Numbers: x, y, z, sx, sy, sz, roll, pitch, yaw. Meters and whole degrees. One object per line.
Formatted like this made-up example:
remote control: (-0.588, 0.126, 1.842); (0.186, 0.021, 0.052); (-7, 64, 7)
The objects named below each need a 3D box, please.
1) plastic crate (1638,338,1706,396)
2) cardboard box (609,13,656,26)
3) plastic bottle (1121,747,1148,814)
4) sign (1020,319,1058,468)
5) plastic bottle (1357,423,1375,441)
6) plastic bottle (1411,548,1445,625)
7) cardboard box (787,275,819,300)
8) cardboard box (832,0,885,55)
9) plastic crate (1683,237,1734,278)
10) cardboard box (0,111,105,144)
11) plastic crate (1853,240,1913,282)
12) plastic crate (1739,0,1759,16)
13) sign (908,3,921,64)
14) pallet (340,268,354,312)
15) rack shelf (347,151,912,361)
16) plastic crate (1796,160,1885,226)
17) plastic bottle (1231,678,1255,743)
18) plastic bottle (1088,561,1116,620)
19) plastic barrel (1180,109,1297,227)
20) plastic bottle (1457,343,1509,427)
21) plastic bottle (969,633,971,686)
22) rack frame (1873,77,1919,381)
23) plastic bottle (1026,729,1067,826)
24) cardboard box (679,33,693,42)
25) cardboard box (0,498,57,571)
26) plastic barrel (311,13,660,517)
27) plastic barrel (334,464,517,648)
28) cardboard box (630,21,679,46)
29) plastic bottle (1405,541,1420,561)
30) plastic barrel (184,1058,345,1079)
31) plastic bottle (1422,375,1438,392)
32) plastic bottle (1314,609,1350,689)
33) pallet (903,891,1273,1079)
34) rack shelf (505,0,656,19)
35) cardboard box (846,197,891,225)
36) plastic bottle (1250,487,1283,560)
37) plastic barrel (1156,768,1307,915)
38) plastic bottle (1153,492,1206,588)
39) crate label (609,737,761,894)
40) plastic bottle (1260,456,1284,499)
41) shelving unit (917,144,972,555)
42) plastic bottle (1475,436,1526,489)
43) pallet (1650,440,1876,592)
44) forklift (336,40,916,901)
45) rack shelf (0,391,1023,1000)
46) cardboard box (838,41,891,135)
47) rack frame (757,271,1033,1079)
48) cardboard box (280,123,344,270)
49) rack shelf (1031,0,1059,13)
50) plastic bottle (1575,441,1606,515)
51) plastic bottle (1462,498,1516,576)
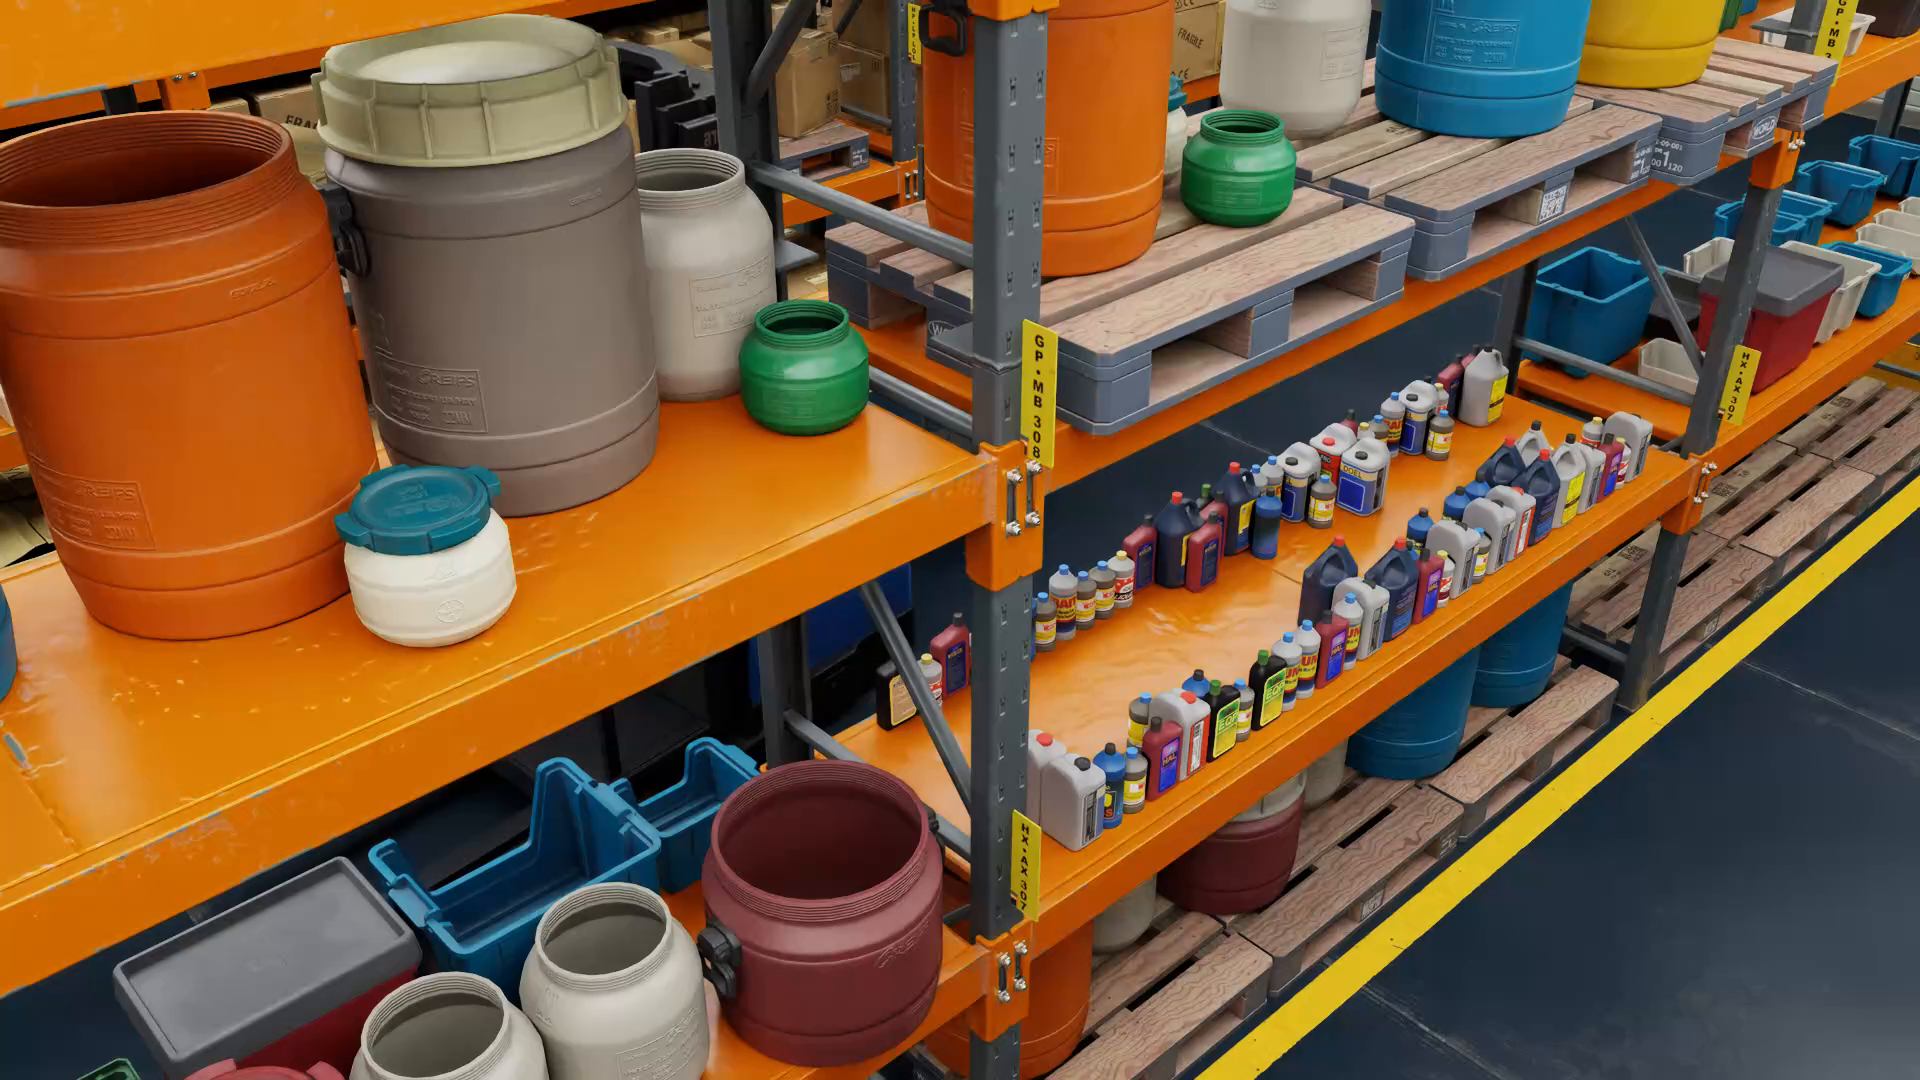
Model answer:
plastic crate: (3.163, -0.731, 7.265); (0.243, 0.136, 0.396); (-26, 40, -35)
cardboard box: (-2.871, -4.508, 14.618); (0.250, 0.149, 0.380); (-25, 40, -35)
plastic bottle: (0.504, 0.702, 4.918); (0.097, 0.201, 0.097); (0, 31, 0)
sign: (0.171, -0.315, 3.615); (0.005, 0.325, 0.100); (-26, 40, -35)
plastic bottle: (1.611, -0.374, 6.677); (0.097, 0.201, 0.097); (0, 31, 0)
plastic bottle: (1.610, 0.144, 5.751); (0.133, 0.283, 0.061); (-26, 40, -35)
cardboard box: (-1.176, -1.268, 9.922); (0.500, 0.500, 0.500); (-26, 40, -35)
cardboard box: (-0.446, -3.351, 10.300); (0.500, 0.500, 0.500); (-26, 40, -35)
plastic crate: (3.797, -1.353, 8.282); (0.466, 0.136, 0.293); (-26, 40, -35)
cardboard box: (-6.316, -2.551, 11.704); (0.750, 0.750, 0.750); (-26, 40, -36)
plastic crate: (4.568, -1.363, 8.299); (0.250, 0.136, 0.298); (-26, 40, -35)
plastic crate: (3.175, -2.360, 7.020); (0.300, 0.233, 0.416); (-26, 40, -35)
sign: (-0.261, -2.886, 9.485); (0.005, 0.325, 0.100); (-26, 40, -35)
pallet: (-3.124, -1.370, 8.299); (1.003, 0.211, 1.213); (-26, 40, -35)
rack shelf: (-2.107, -1.587, 9.159); (4.000, 0.370, 1.077); (-26, 40, -35)
plastic crate: (4.770, -1.885, 9.060); (0.300, 0.233, 0.416); (-26, 40, -35)
plastic bottle: (0.869, 0.525, 5.207); (0.097, 0.201, 0.097); (0, 31, 0)
plastic bottle: (0.492, 0.167, 5.792); (0.097, 0.201, 0.097); (0, 31, 0)
plastic barrel: (0.725, -0.969, 4.330); (0.294, 0.245, 0.294); (0, 31, 0)
plastic bottle: (2.216, -0.671, 7.019); (0.185, 0.351, 0.144); (-26, 40, -35)
plastic bottle: (0.064, 0.374, 5.453); (0.097, 0.201, 0.097); (0, 31, 0)
rack frame: (5.658, -2.126, 9.351); (0.127, 3.000, 1.000); (-26, 40, -35)
plastic bottle: (0.225, 0.677, 4.887); (0.135, 0.276, 0.152); (-26, 40, -35)
cardboard box: (-2.645, -4.194, 14.727); (0.500, 0.500, 0.700); (-25, 39, -34)
cardboard box: (-4.167, 0.037, 7.510); (0.500, 0.311, 0.500); (-27, 40, -36)
plastic barrel: (-0.958, -0.574, 3.457); (0.600, 0.901, 0.600); (0, 31, 0)
plastic barrel: (-0.982, 0.031, 3.080); (0.301, 0.262, 0.301); (0, 31, 0)
cardboard box: (-2.636, -4.349, 14.359); (0.250, 0.149, 0.380); (-27, 41, -37)
plastic bottle: (1.543, 0.125, 5.793); (0.097, 0.271, 0.097); (0, 31, 0)
plastic barrel: (-1.436, 1.403, 3.449); (0.433, 0.535, 0.433); (0, 31, 0)
plastic bottle: (1.924, -0.555, 6.906); (0.097, 0.271, 0.097); (0, 31, 0)
plastic bottle: (1.207, 0.339, 5.432); (0.133, 0.283, 0.061); (-26, 40, -35)
pallet: (0.341, 1.606, 5.921); (1.213, 0.211, 1.003); (-26, 40, -35)
rack shelf: (-2.545, -4.899, 14.577); (4.000, 0.370, 1.077); (-26, 40, -35)
cardboard box: (-0.416, -2.035, 11.177); (0.500, 0.500, 0.500); (-26, 40, -35)
plastic bottle: (1.129, -0.068, 6.109); (0.097, 0.271, 0.097); (0, 31, 0)
plastic barrel: (0.967, 0.981, 6.180); (0.708, 0.588, 0.600); (-26, 40, -35)
plastic bottle: (0.781, -0.020, 5.954); (0.185, 0.351, 0.144); (-26, 40, -35)
crate label: (-0.772, 0.789, 4.744); (0.416, 0.233, 0.303); (-26, 40, -35)
plastic bottle: (1.173, -0.192, 6.313); (0.097, 0.271, 0.097); (0, 31, 0)
shelving unit: (0.121, -0.955, 8.298); (0.503, 2.100, 0.431); (-26, 40, -35)
plastic bottle: (2.039, -0.224, 6.289); (0.185, 0.351, 0.144); (-26, 40, -35)
pallet: (4.132, -0.228, 8.920); (1.213, 0.211, 1.003); (-26, 40, -35)
forklift: (-1.559, -0.288, 6.412); (1.130, 2.935, 3.031); (25, 39, 34)
rack shelf: (-1.675, 0.448, 2.956); (4.000, 0.370, 1.077); (-26, 40, -35)
cardboard box: (-0.449, -2.921, 10.556); (0.500, 0.500, 0.500); (-25, 39, -35)
rack frame: (-0.209, 0.712, 4.711); (0.127, 3.000, 1.000); (-26, 40, -35)
cardboard box: (-3.189, -1.673, 8.112); (0.700, 0.500, 0.500); (15, 35, 23)
rack shelf: (1.258, -2.079, 4.598); (4.000, 0.370, 1.077); (-26, 40, -35)
plastic bottle: (2.387, -0.261, 6.421); (0.135, 0.276, 0.152); (-26, 40, -35)
plastic bottle: (1.919, -0.034, 6.050); (0.135, 0.276, 0.152); (-26, 40, -35)
